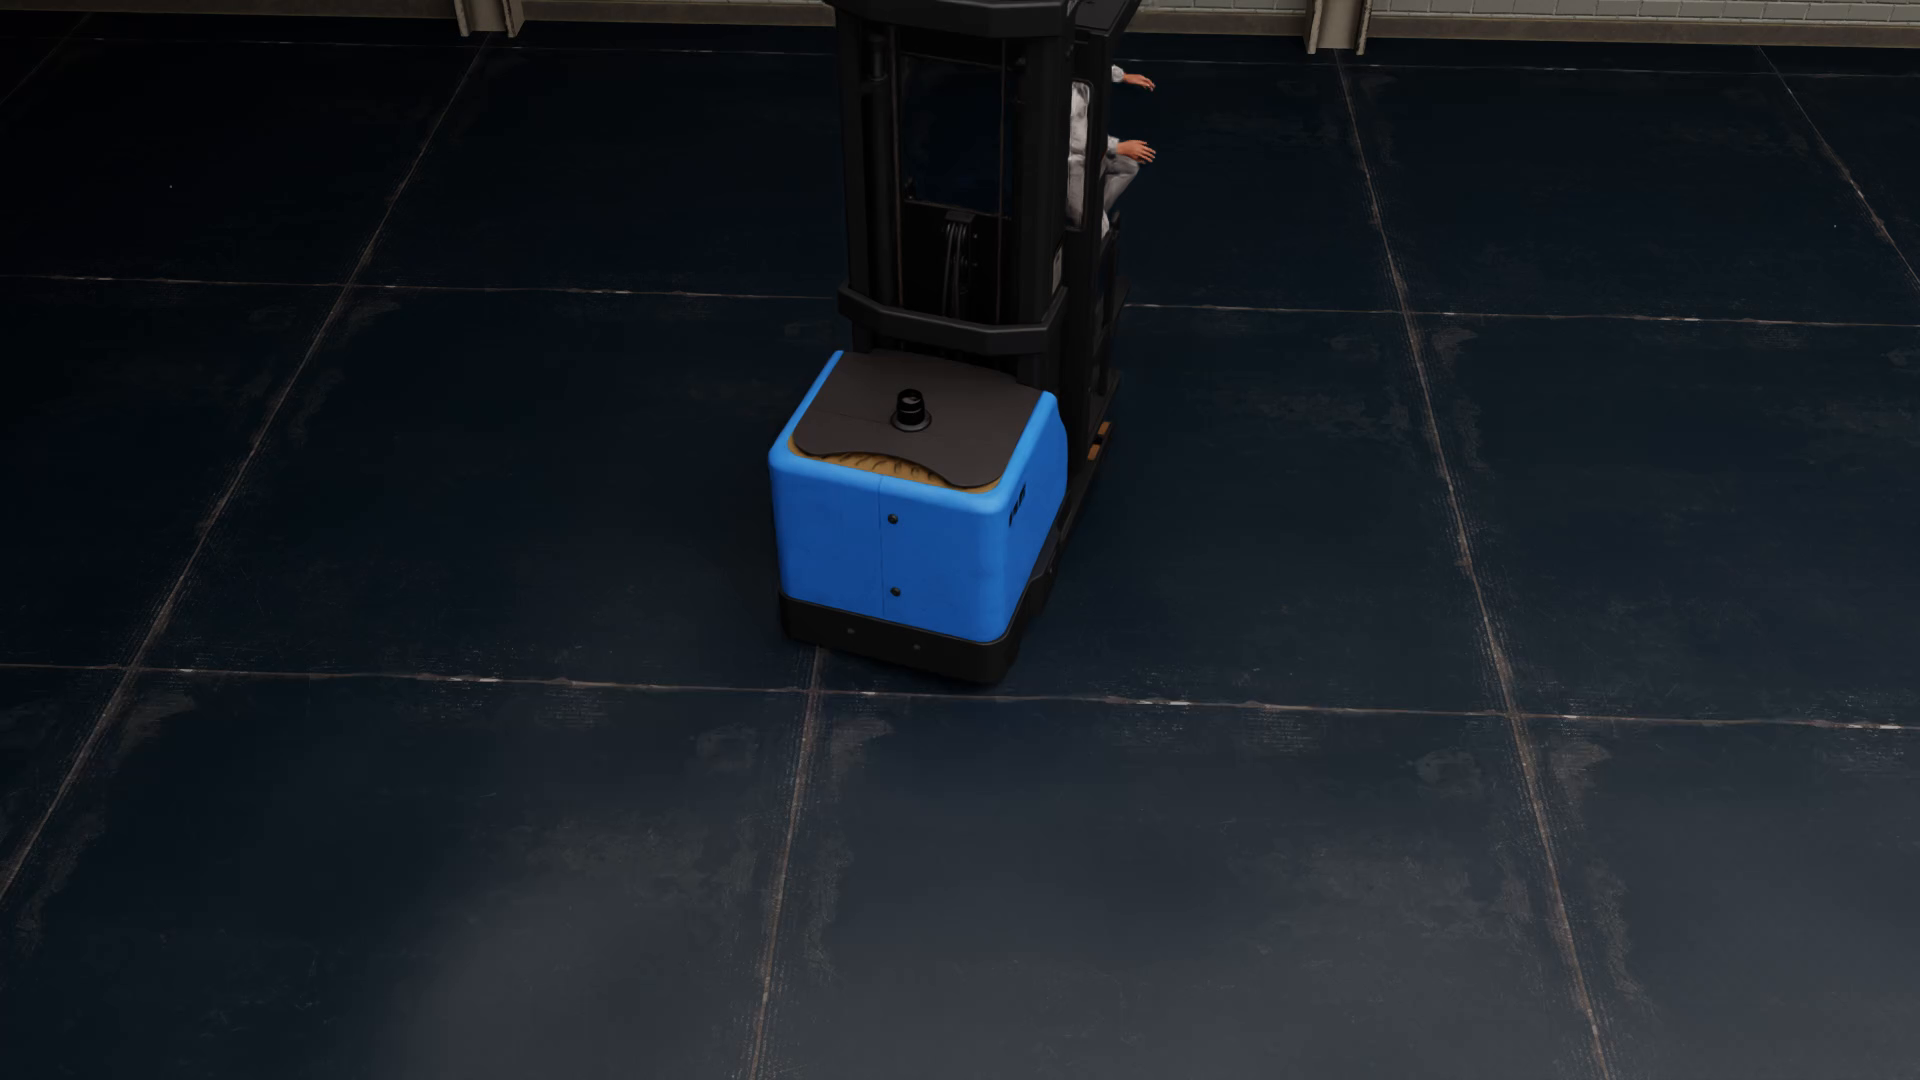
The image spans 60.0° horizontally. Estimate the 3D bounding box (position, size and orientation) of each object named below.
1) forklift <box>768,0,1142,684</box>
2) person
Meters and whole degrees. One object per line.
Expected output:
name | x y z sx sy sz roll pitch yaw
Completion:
forklift | 0.148 -1.474 7.357 1.130 2.935 3.031 13 44 13
person | 0.701 -2.082 8.847 0.772 1.581 0.934 12 44 13
